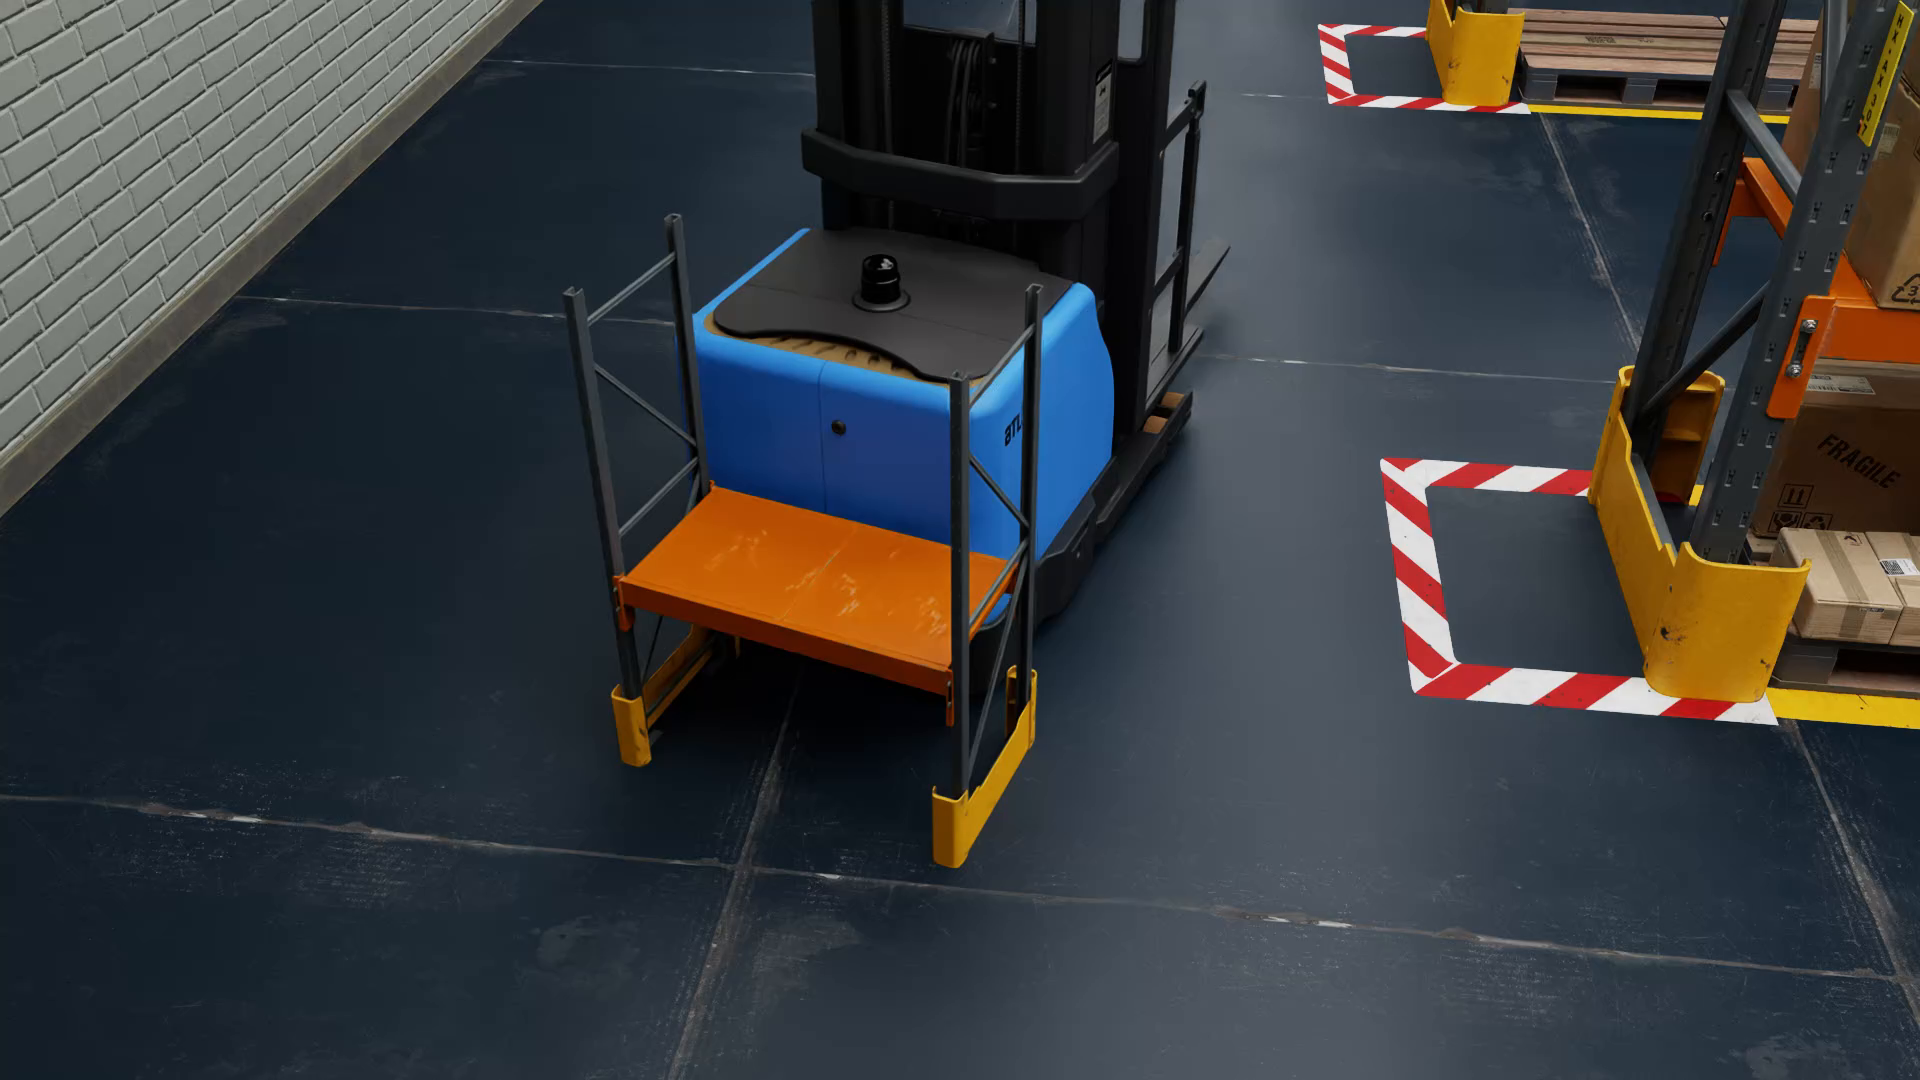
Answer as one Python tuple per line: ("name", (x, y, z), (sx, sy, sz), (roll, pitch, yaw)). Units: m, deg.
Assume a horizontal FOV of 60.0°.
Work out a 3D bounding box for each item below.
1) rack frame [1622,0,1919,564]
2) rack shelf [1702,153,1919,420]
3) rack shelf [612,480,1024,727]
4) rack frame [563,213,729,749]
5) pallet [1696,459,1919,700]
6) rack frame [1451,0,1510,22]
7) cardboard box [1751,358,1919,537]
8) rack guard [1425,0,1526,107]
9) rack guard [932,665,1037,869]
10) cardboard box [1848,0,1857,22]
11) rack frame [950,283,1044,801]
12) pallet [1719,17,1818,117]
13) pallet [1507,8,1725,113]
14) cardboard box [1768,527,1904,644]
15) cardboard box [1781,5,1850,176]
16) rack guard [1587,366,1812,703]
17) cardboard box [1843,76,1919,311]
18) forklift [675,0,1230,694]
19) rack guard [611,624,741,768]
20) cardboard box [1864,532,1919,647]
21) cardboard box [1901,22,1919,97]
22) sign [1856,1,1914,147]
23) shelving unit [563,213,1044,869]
("rack frame", (2.283, -1.075, 4.674), (0.127, 3.000, 1.000), (4, 36, 6))
("rack shelf", (4.267, -0.634, 4.676), (4.000, 0.370, 1.077), (4, 36, 6))
("rack shelf", (-0.375, 0.152, 4.555), (1.000, 0.185, 0.538), (14, 38, 19))
("rack frame", (-0.842, -0.112, 4.615), (0.032, 1.500, 0.500), (14, 38, 19))
("pallet", (3.149, 0.124, 5.395), (1.213, 0.211, 1.003), (4, 36, 6))
("rack frame", (2.918, -3.929, 8.673), (0.127, 3.000, 1.000), (4, 36, 6))
("cardboard box", (2.854, -0.338, 5.415), (0.500, 0.500, 0.500), (4, 36, 6))
("rack guard", (2.892, -2.906, 9.391), (0.348, 0.500, 1.175), (4, 36, 6))
("rack guard", (0.074, 0.626, 4.656), (0.087, 0.250, 0.587), (14, 38, 19))
("cardboard box", (2.759, -1.648, 4.531), (0.500, 0.500, 0.500), (4, 36, 6))
("rack frame", (0.091, 0.123, 4.285), (0.032, 1.500, 0.500), (14, 38, 19))
("pallet", (4.937, -2.619, 9.238), (1.213, 0.211, 1.003), (4, 36, 6))
("pallet", (3.731, -2.711, 9.366), (1.213, 0.211, 1.003), (4, 36, 6))
("cardboard box", (2.655, 0.135, 5.054), (0.250, 0.149, 0.380), (4, 36, 6))
("cardboard box", (2.762, -1.240, 4.819), (0.500, 0.500, 0.500), (5, 36, 7))
("rack guard", (2.358, -0.052, 5.393), (0.348, 0.500, 1.175), (4, 36, 6))
("cardboard box", (2.690, -0.931, 4.386), (0.500, 0.500, 0.500), (5, 36, 7))
("forklift", (0.231, -1.580, 5.441), (1.130, 2.935, 3.031), (15, 38, 20))
("rack guard", (-0.840, 0.396, 4.979), (0.087, 0.250, 0.587), (14, 38, 19))
("cardboard box", (2.903, 0.147, 5.023), (0.250, 0.166, 0.380), (4, 36, 6))
("cardboard box", (2.690, -1.338, 4.096), (0.500, 0.500, 0.500), (5, 36, 7))
("sign", (2.214, -1.115, 3.985), (0.005, 0.325, 0.100), (4, 36, 6))
("shelving unit", (-0.384, 0.003, 4.453), (1.083, 1.500, 0.587), (14, 38, 19))
